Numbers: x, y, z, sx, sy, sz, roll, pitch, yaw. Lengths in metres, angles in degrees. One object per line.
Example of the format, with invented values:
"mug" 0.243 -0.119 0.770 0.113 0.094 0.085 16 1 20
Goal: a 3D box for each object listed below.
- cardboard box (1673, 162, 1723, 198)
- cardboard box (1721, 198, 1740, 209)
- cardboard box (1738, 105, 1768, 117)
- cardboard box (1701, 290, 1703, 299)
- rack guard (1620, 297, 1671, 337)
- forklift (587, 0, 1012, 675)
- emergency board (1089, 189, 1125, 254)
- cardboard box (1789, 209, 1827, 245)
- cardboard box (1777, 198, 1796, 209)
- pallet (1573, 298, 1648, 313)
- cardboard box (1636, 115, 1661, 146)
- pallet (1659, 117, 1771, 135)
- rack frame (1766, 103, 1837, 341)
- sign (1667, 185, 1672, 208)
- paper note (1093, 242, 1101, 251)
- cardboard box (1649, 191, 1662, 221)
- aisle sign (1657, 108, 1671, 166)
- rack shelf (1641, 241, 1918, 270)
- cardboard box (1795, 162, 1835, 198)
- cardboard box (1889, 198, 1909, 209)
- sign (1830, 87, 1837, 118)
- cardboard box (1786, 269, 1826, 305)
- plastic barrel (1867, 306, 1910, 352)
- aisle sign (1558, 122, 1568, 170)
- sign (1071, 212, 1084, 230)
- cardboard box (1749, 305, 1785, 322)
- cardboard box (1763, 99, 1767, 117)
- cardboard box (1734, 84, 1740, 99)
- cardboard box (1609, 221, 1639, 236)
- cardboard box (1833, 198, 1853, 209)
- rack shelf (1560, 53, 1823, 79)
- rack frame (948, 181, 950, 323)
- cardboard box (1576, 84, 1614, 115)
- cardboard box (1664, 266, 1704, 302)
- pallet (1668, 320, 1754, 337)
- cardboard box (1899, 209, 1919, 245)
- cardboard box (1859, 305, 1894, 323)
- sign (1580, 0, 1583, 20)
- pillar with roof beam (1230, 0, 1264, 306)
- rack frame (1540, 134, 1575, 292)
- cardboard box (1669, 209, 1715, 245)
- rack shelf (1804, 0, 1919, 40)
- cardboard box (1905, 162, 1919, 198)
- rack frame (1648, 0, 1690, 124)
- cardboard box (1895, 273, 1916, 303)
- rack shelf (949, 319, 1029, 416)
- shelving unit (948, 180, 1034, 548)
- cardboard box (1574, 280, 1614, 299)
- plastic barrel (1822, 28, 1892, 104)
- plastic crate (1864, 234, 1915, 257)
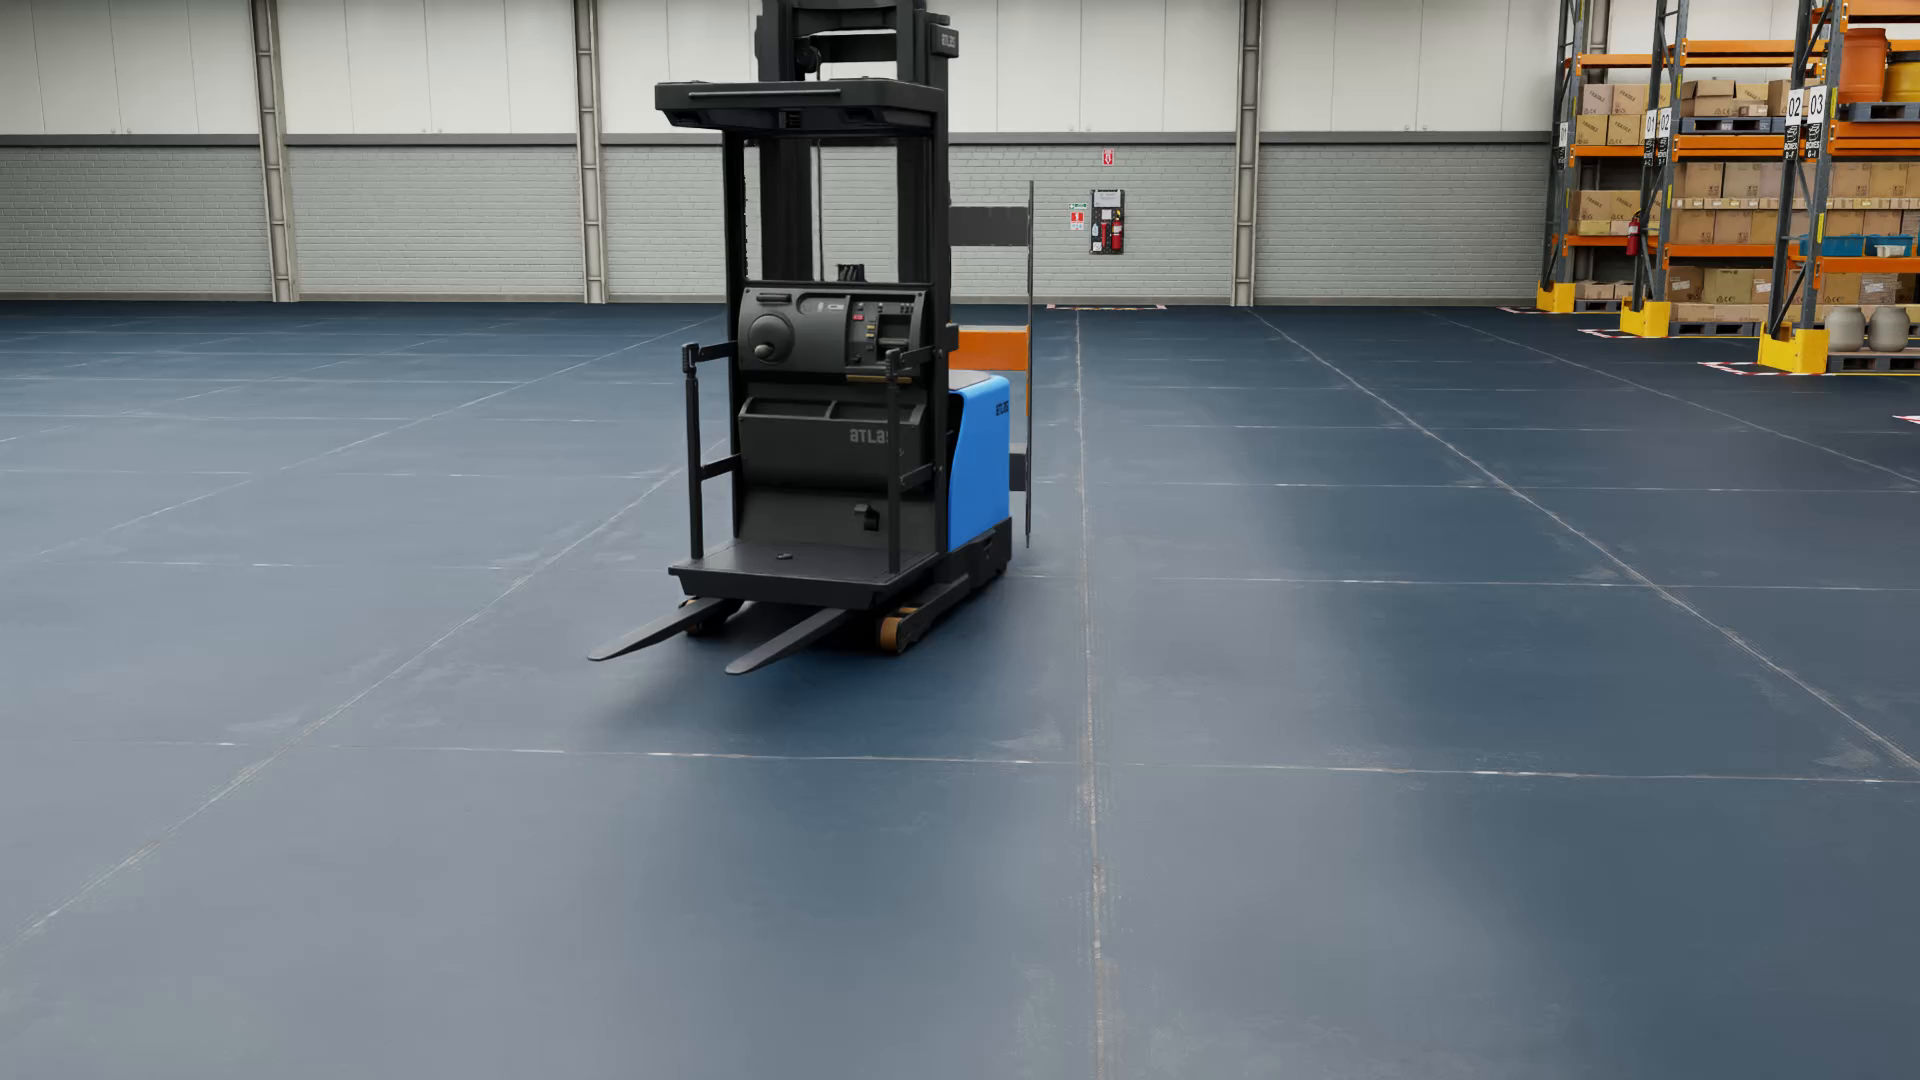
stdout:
"cardboard box" 10.576 -5.172 23.926 0.500 0.500 0.700 1 12 4
"cardboard box" 10.948 -4.808 23.770 0.250 0.149 0.380 1 12 4
"cardboard box" 11.220 -6.065 23.527 0.250 0.149 0.380 1 12 4
"cardboard box" 12.782 -4.301 29.063 0.250 0.149 0.380 0 12 -1
"rack guard" 10.034 -3.275 24.373 0.348 0.500 1.175 1 12 4
"forklift" -0.676 -1.017 7.645 1.130 2.935 3.031 4 12 18
"emergency board" 2.692 -5.801 30.344 0.643 1.169 0.194 1 12 4
"cardboard box" 12.068 -4.517 23.964 0.500 0.500 0.700 1 12 5
"cardboard box" 11.720 -4.798 23.720 0.250 0.149 0.380 1 12 3
"pallet" 11.269 -4.126 29.146 1.213 0.211 1.003 1 12 4
"cardboard box" 11.754 -6.960 28.268 0.500 0.500 0.500 1 12 6
"pallet" 10.762 -5.908 23.746 1.213 0.211 1.003 1 12 4
"rack frame" 9.723 -3.486 19.278 0.127 3.000 1.000 1 12 4
"sign" 10.015 -4.847 23.477 0.005 0.325 0.100 1 12 4
"paper note" 2.520 -5.386 30.513 0.142 0.148 0.016 1 12 4
"cardboard box" 11.849 -5.728 28.483 0.500 0.500 0.500 0 12 2
"aisle sign" 9.972 -5.709 23.554 0.004 0.787 0.394 1 12 4
"rack shelf" 12.054 -4.118 24.058 4.000 0.370 1.077 1 12 4
"cardboard box" 12.104 -5.152 23.832 0.500 0.500 0.700 1 12 4
"cardboard box" 13.255 -4.776 23.618 0.250 0.149 0.380 0 12 2
"sign" 9.682 -4.846 18.433 0.005 0.325 0.100 1 12 4
"cardboard box" 12.075 -3.651 23.924 0.500 0.500 0.500 1 12 4
"plastic barrel" 10.885 -2.473 19.489 0.421 0.512 0.421 0 12 0
"aisle sign" 10.293 -6.722 28.399 0.004 0.787 0.394 1 12 4
"sign" 2.147 -5.847 30.477 0.234 0.329 0.001 1 12 4
"cardboard box" 11.576 -3.292 24.039 0.500 0.250 0.500 1 12 4
"cardboard box" 11.779 -6.227 23.906 0.500 0.311 0.500 2 12 10
"cardboard box" 12.789 -7.433 28.088 0.500 0.500 0.500 0 12 2
"cardboard box" 11.370 -5.370 28.605 0.500 0.250 0.500 0 12 2
"cardboard box" 12.497 -4.787 23.670 0.250 0.149 0.380 1 12 5
"rack shelf" 12.381 -8.065 28.282 4.000 0.370 1.077 1 12 4
"rack frame" -0.078 -1.029 9.730 0.015 2.100 0.400 1 12 4
"cardboard box" 10.753 -7.471 28.269 0.500 0.500 0.500 0 12 0
"cardboard box" 10.613 -3.778 24.533 0.500 0.500 0.500 1 12 4
"pallet" 10.824 -3.131 24.392 1.213 0.211 1.003 1 12 4
"cardboard box" 13.606 -4.497 23.866 0.500 0.500 0.700 0 12 2
"cardboard box" 13.074 -3.273 23.951 0.500 0.250 0.500 1 12 4
"sign" 10.349 -8.831 27.706 0.005 0.325 0.100 1 12 4
"pillar with roof beam" 4.867 -7.816 25.326 0.400 9.000 9.100 1 12 4
"rack frame" 10.385 -5.510 28.954 0.127 3.000 1.000 1 12 4
"cardboard box" 10.523 -4.538 24.062 0.500 0.500 0.700 1 12 4
"rack shelf" 11.719 -5.847 18.648 4.000 0.370 1.077 1 12 4
"cardboard box" 13.606 -5.132 23.734 0.500 0.500 0.700 1 12 4
"rack frame" 10.058 -7.434 23.501 0.127 3.000 1.000 1 12 4
"cardboard box" 13.607 -3.740 24.352 0.500 0.500 0.500 1 12 4
"rack shelf" 0.165 -1.012 9.717 0.480 0.518 0.431 1 12 4
"shelving unit" 0.165 -1.025 9.714 0.503 2.100 0.431 1 12 4
"cardboard box" 11.070 -4.381 29.051 0.500 0.311 0.500 -1 12 -3
"plastic barrel" 10.217 -5.389 18.976 0.708 0.830 0.600 1 12 4
"plastic crate" 10.890 -3.457 19.505 0.408 0.251 0.499 1 12 4
